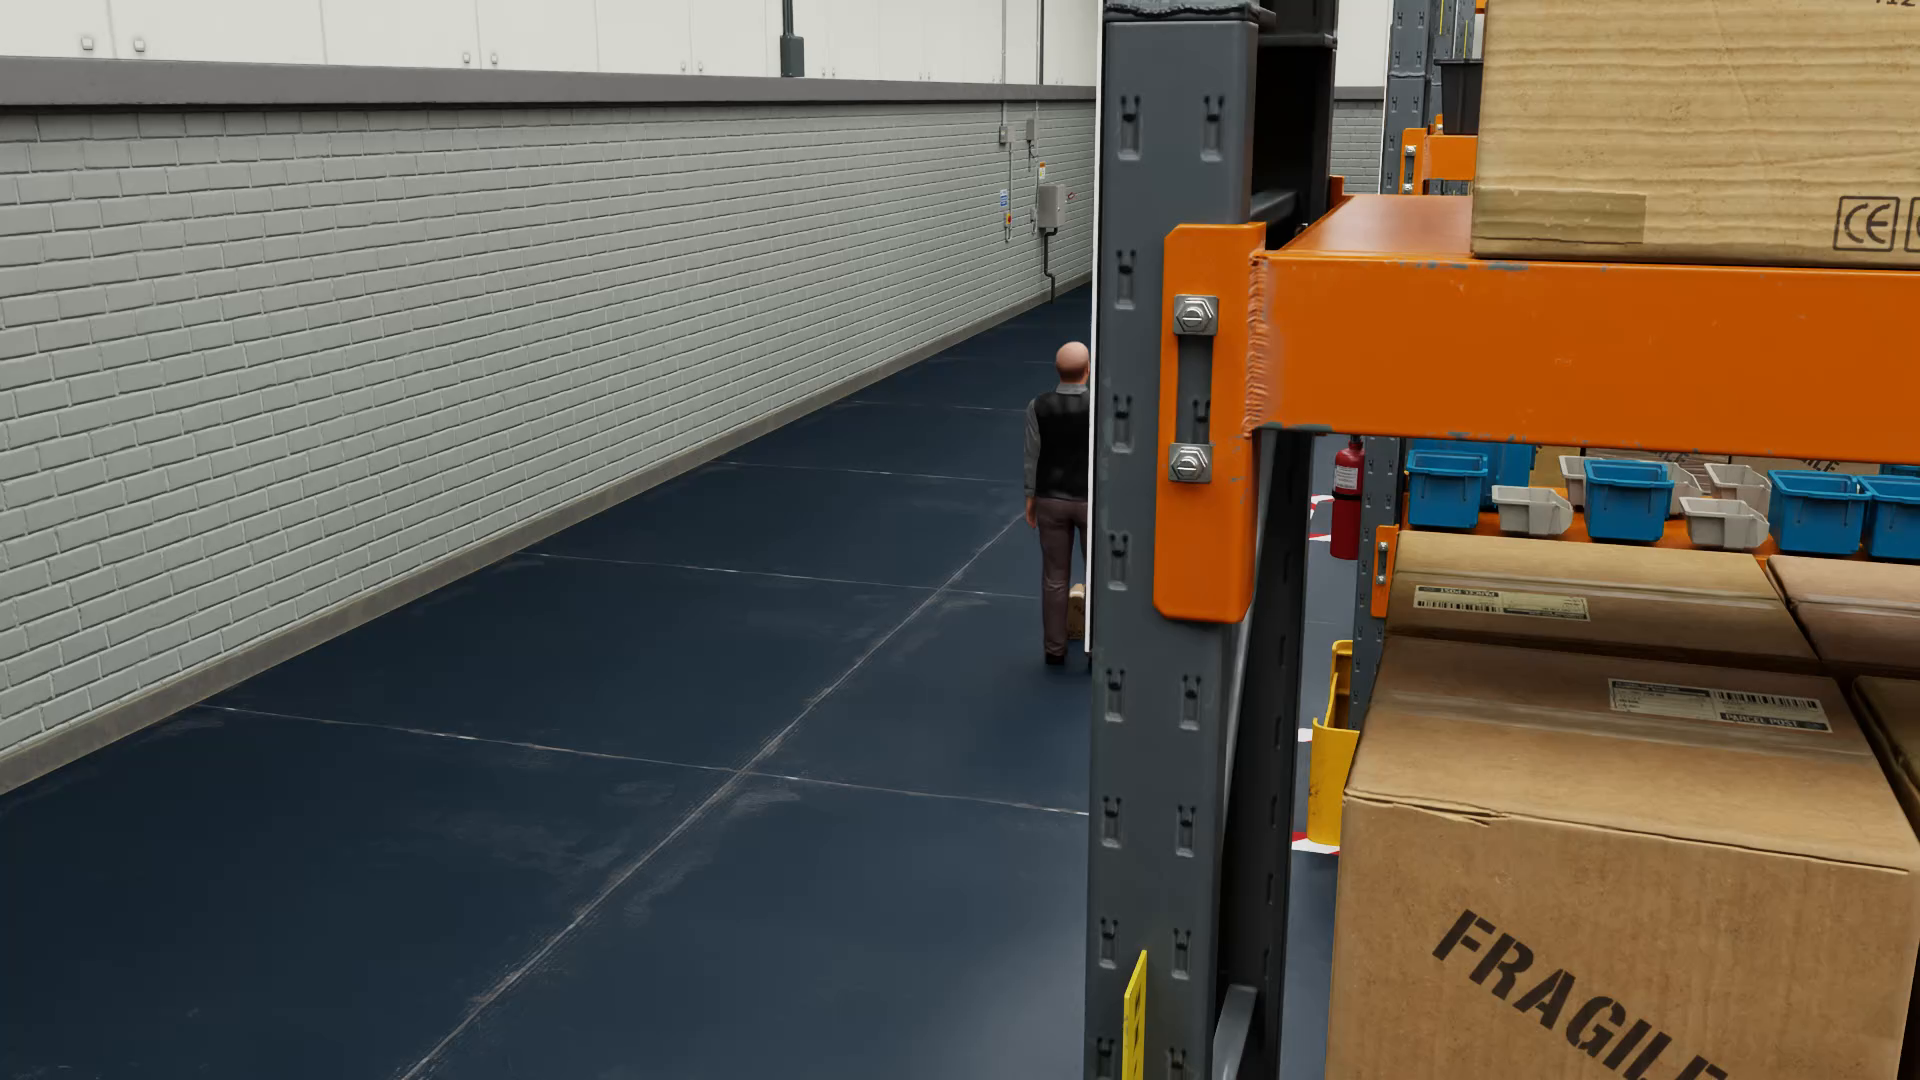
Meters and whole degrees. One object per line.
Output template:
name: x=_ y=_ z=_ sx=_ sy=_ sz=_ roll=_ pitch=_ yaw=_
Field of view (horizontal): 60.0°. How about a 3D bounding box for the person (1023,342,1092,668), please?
person: x=0.600 y=-0.179 z=8.746 sx=0.544 sy=1.740 sz=0.358 roll=4 pitch=16 yaw=16
